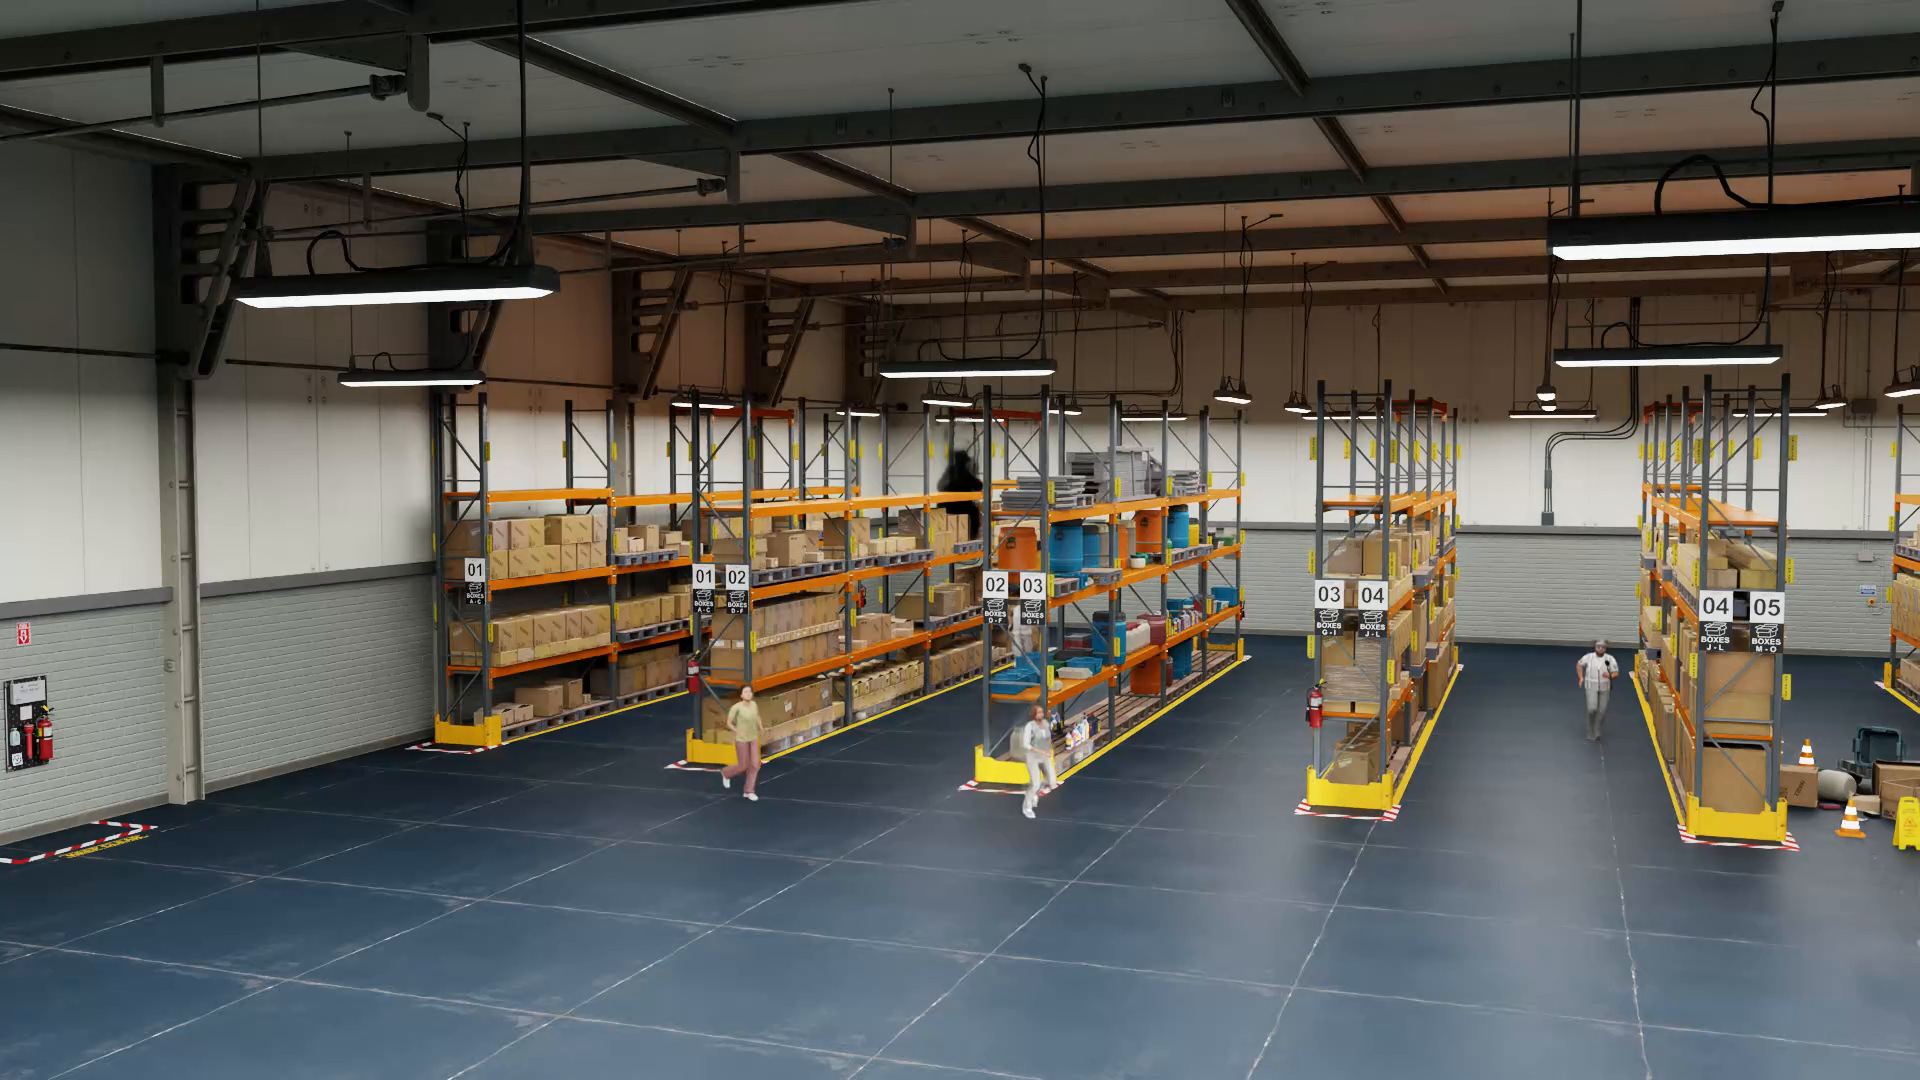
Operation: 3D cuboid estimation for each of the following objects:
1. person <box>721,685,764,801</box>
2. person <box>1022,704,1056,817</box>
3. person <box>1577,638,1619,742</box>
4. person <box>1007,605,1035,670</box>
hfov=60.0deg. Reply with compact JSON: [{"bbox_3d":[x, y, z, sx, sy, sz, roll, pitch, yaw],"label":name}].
[{"bbox_3d":[-3.126,2.910,24.110,0.585,1.654,0.734,-3,4,-41],"label":"person"},{"bbox_3d":[1.100,3.020,22.723,0.575,1.560,0.626,-2,4,-35],"label":"person"},{"bbox_3d":[11.034,2.593,28.737,0.646,1.811,0.694,1,3,12],"label":"person"},{"bbox_3d":[1.268,1.977,34.038,0.659,1.814,0.910,1,3,12],"label":"person"}]
